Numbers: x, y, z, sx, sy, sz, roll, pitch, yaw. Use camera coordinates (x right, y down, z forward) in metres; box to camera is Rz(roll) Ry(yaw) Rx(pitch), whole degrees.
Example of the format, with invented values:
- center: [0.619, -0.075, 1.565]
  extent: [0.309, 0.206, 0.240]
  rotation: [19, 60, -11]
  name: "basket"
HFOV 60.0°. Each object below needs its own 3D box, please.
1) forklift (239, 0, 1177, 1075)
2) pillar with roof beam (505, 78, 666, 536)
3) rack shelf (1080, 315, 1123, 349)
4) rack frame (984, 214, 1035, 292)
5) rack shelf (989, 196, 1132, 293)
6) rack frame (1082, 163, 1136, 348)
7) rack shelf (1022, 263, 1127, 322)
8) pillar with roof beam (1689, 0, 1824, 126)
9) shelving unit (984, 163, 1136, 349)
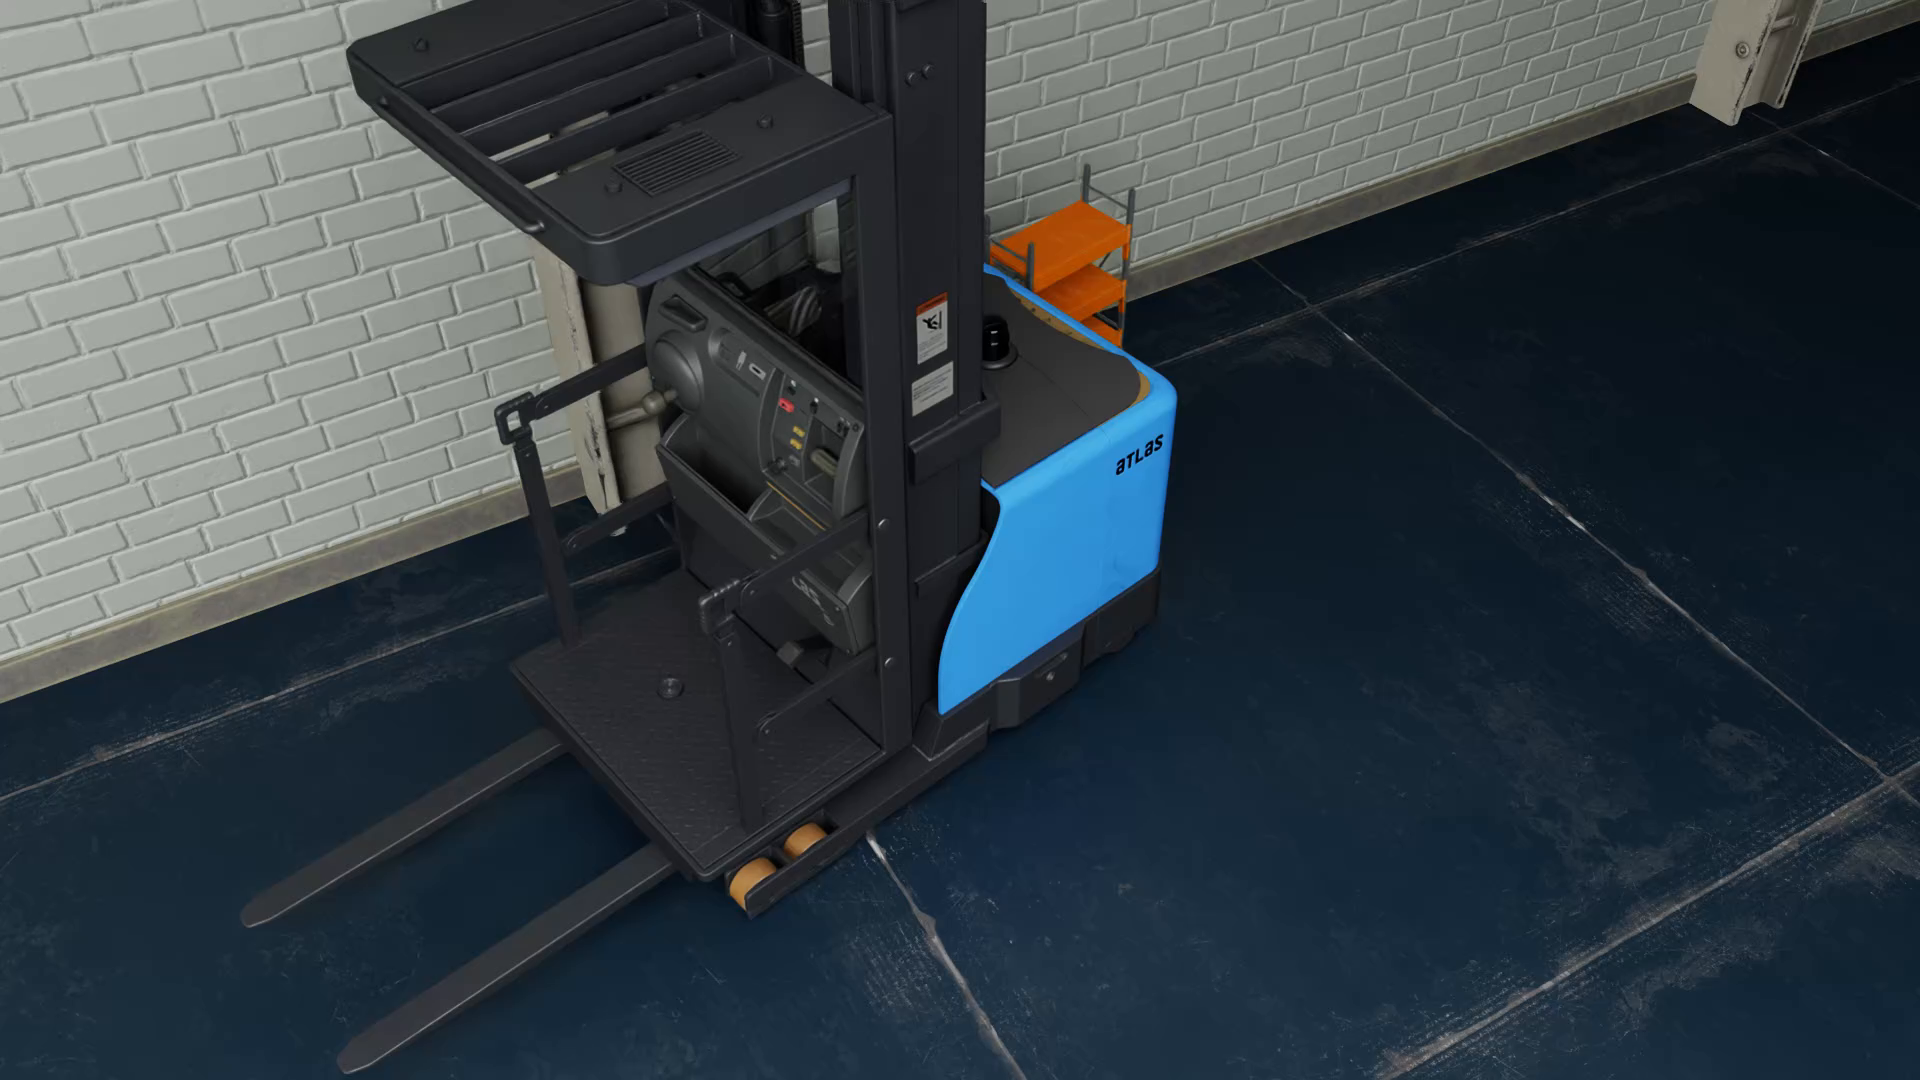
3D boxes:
- center: [-0.736, -0.333, 4.489]
  extent: [3.031, 2.935, 1.130]
  rotation: [-32, 52, -28]
  name: "forklift"
- center: [0.932, -0.803, 0.616]
  extent: [0.400, 9.000, 9.100]
  rotation: [-22, 48, -21]
  name: "pillar with roof beam"
- center: [0.345, -0.681, 6.187]
  extent: [0.480, 0.148, 0.258]
  rotation: [-32, 53, -29]
  name: "rack shelf"
- center: [0.164, -0.615, 6.023]
  extent: [0.015, 1.200, 0.240]
  rotation: [-32, 53, -29]
  name: "rack frame"
- center: [0.345, -1.012, 5.867]
  extent: [0.480, 0.148, 0.258]
  rotation: [-32, 53, -29]
  name: "rack shelf"
- center: [0.525, -0.844, 6.258]
  extent: [0.015, 1.200, 0.240]
  rotation: [-32, 53, -29]
  name: "rack frame"
- center: [0.345, -0.842, 6.031]
  extent: [0.480, 0.148, 0.258]
  rotation: [-32, 53, -29]
  name: "rack shelf"
- center: [6.134, -2.884, 2.761]
  extent: [0.400, 9.000, 9.100]
  rotation: [-22, 48, -21]
  name: "pillar with roof beam"
- center: [0.345, -0.730, 6.140]
  extent: [0.503, 1.200, 0.258]
  rotation: [-32, 53, -29]
  name: "shelving unit"
